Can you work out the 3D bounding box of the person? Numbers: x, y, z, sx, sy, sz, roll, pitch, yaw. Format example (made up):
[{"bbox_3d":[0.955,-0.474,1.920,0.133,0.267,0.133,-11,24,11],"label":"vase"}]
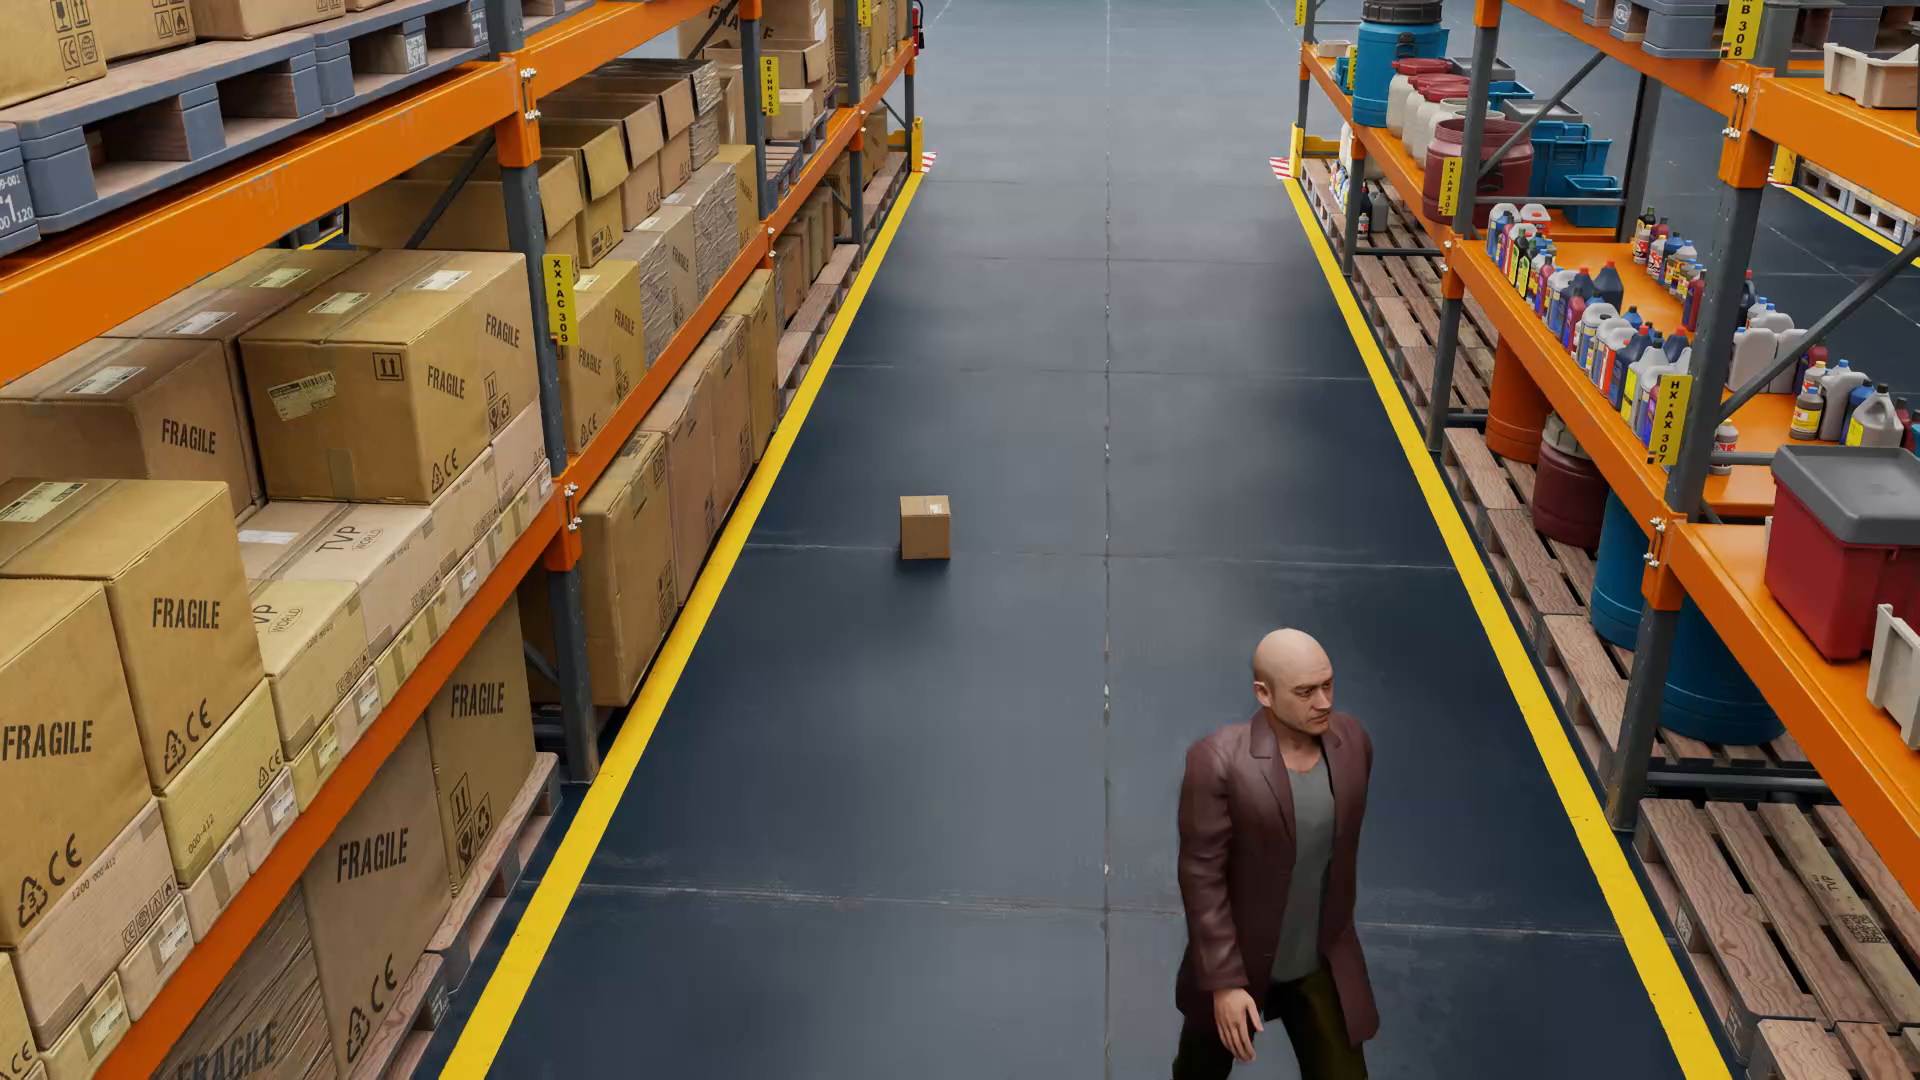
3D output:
[{"bbox_3d":[0.832,1.077,4.191,0.568,1.721,1.089,-5,25,-12],"label":"person"}]
